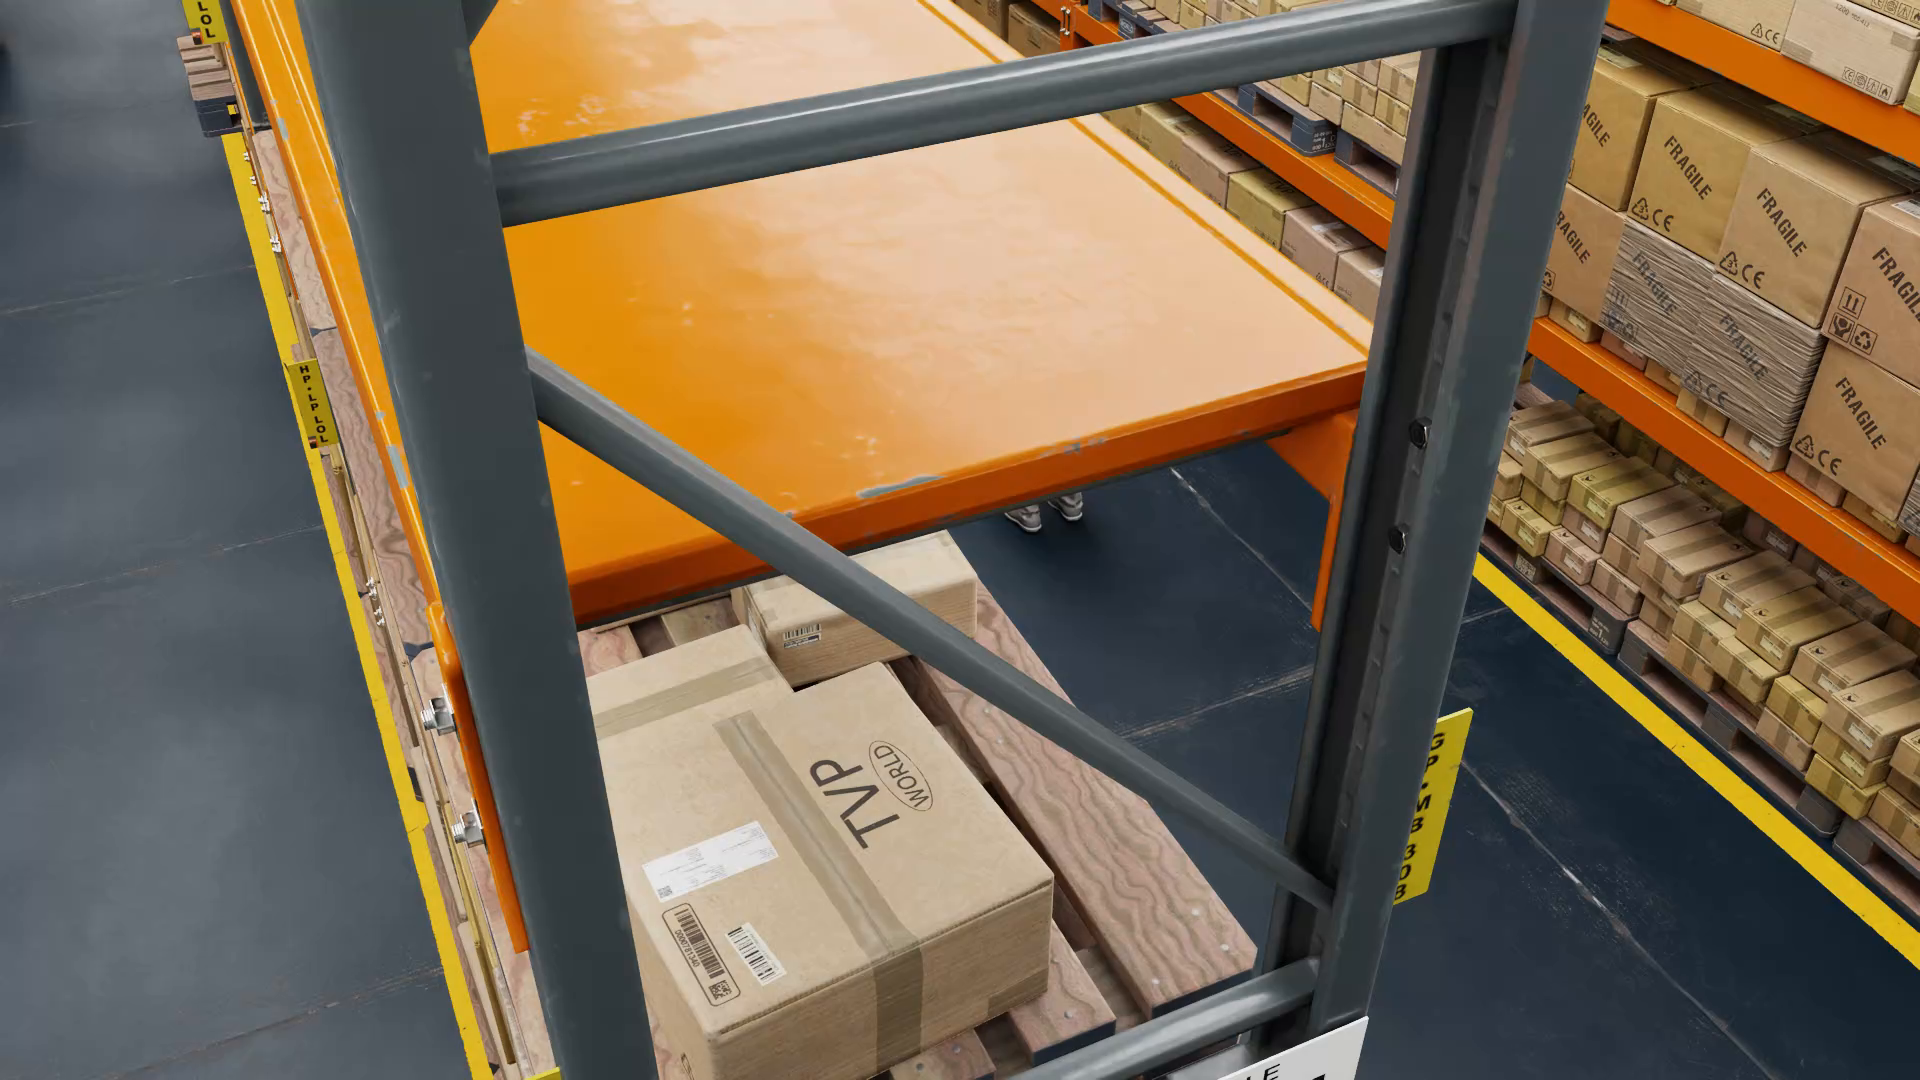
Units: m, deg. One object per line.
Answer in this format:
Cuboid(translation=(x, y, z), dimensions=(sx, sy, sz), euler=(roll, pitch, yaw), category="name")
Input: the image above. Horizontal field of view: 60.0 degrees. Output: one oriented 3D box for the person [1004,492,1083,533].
Cuboid(translation=(0.380, -0.824, 7.935), dimensions=(0.415, 1.665, 0.543), euler=(-17, 41, -20), category="person")
